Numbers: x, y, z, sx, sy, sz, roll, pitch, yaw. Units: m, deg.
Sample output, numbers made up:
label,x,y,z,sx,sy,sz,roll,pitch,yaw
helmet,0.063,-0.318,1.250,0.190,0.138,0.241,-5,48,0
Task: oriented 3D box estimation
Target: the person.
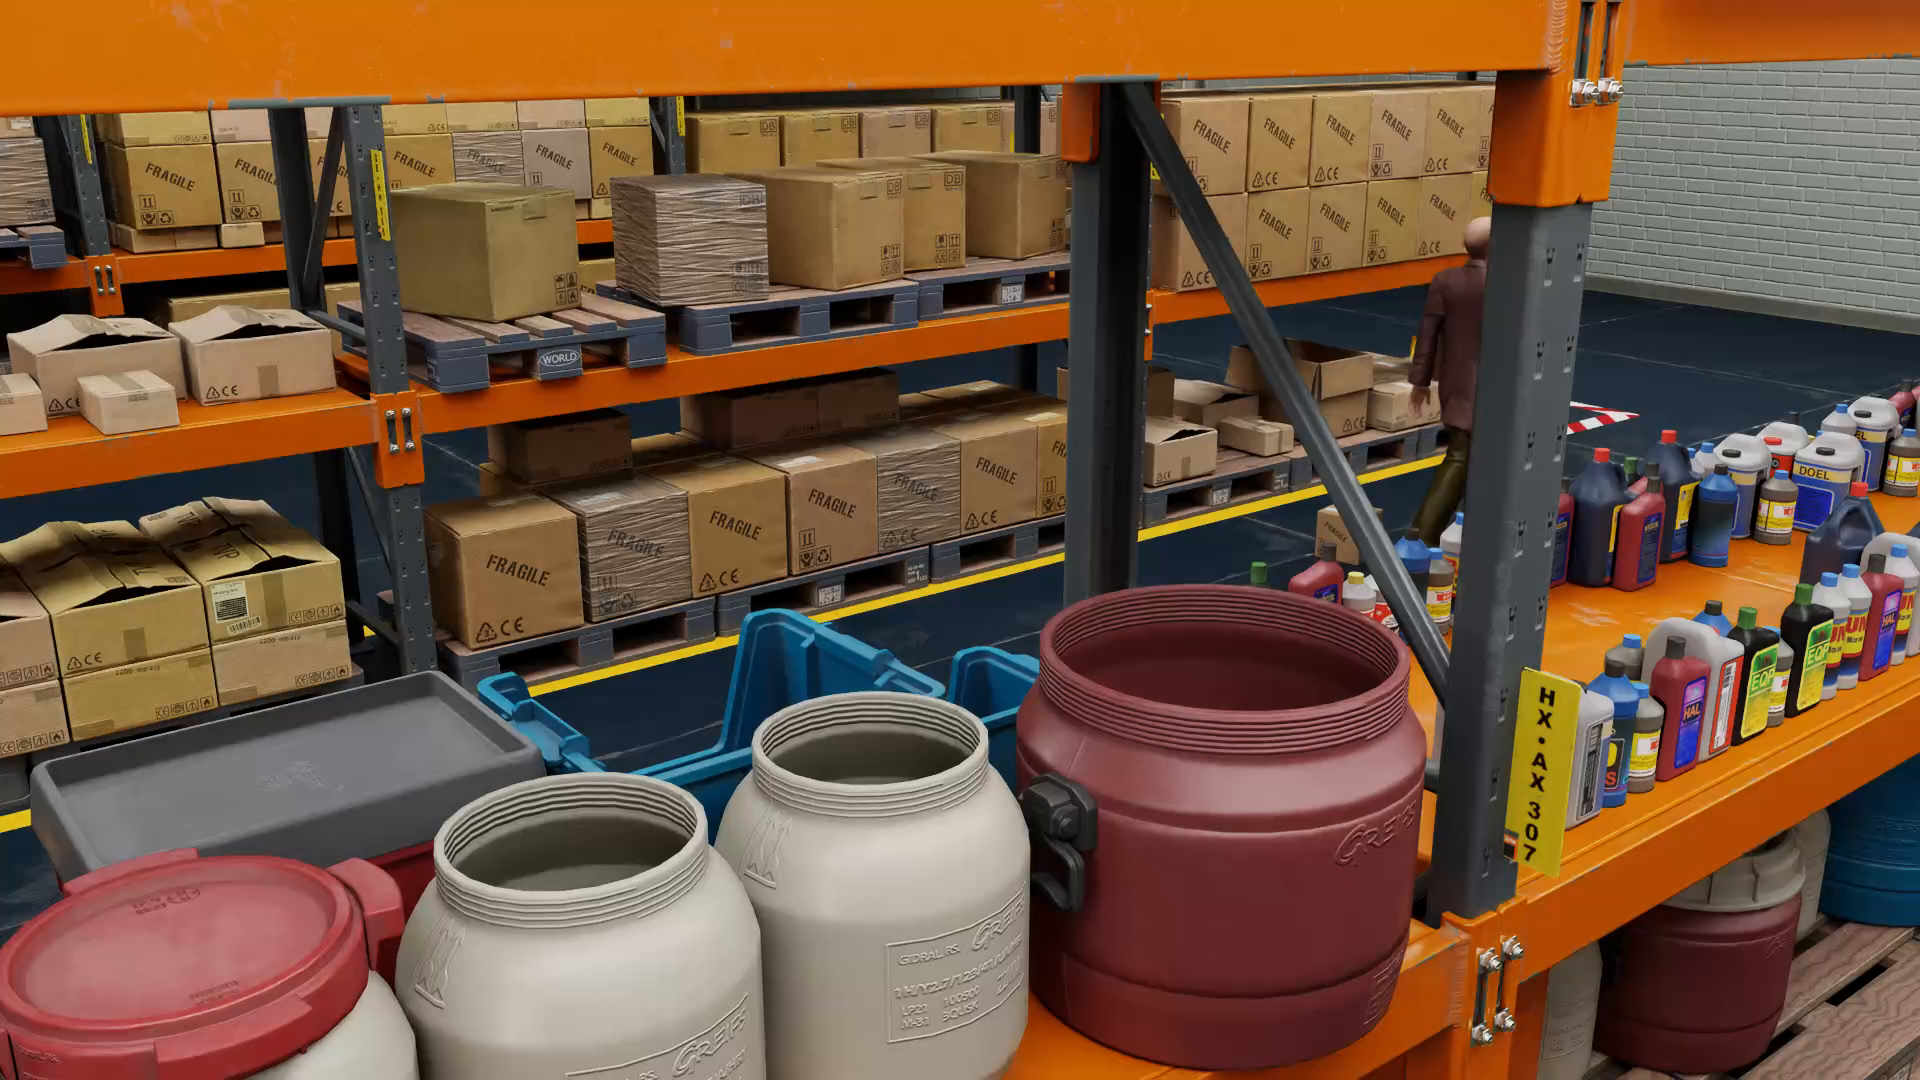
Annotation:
label,x,y,z,sx,sy,sz,roll,pitch,yaw
person,2.722,-0.804,8.592,1.078,1.724,0.637,-12,21,-33
